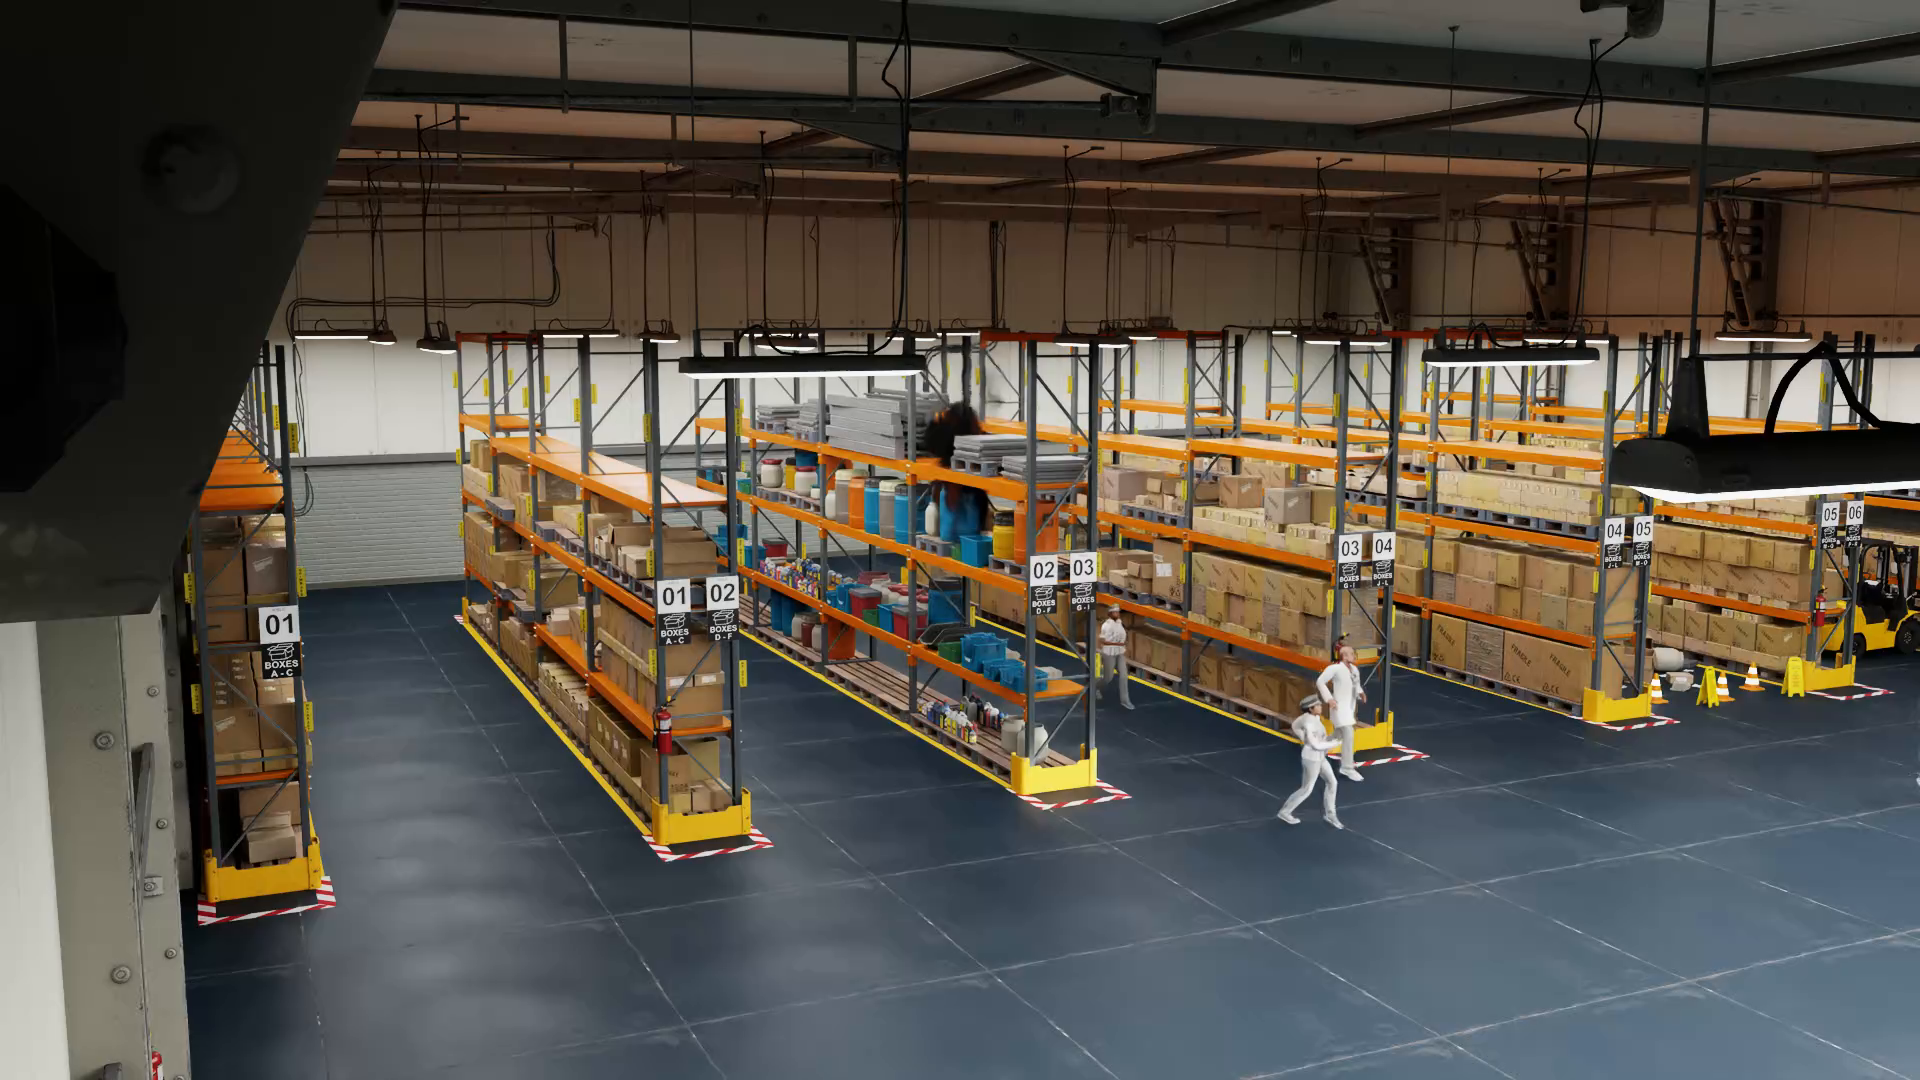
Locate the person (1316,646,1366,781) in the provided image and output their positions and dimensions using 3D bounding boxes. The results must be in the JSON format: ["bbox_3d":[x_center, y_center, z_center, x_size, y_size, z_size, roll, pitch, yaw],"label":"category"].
[{"bbox_3d":[5.298,2.462,23.089,0.918,1.584,0.712,7,10,40],"label":"person"}]

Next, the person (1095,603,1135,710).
[{"bbox_3d":[2.483,1.854,26.932,0.579,1.698,0.924,-6,10,-39],"label":"person"}]

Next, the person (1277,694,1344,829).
[{"bbox_3d":[4.370,2.742,20.610,0.819,1.728,0.620,2,8,14],"label":"person"}]
